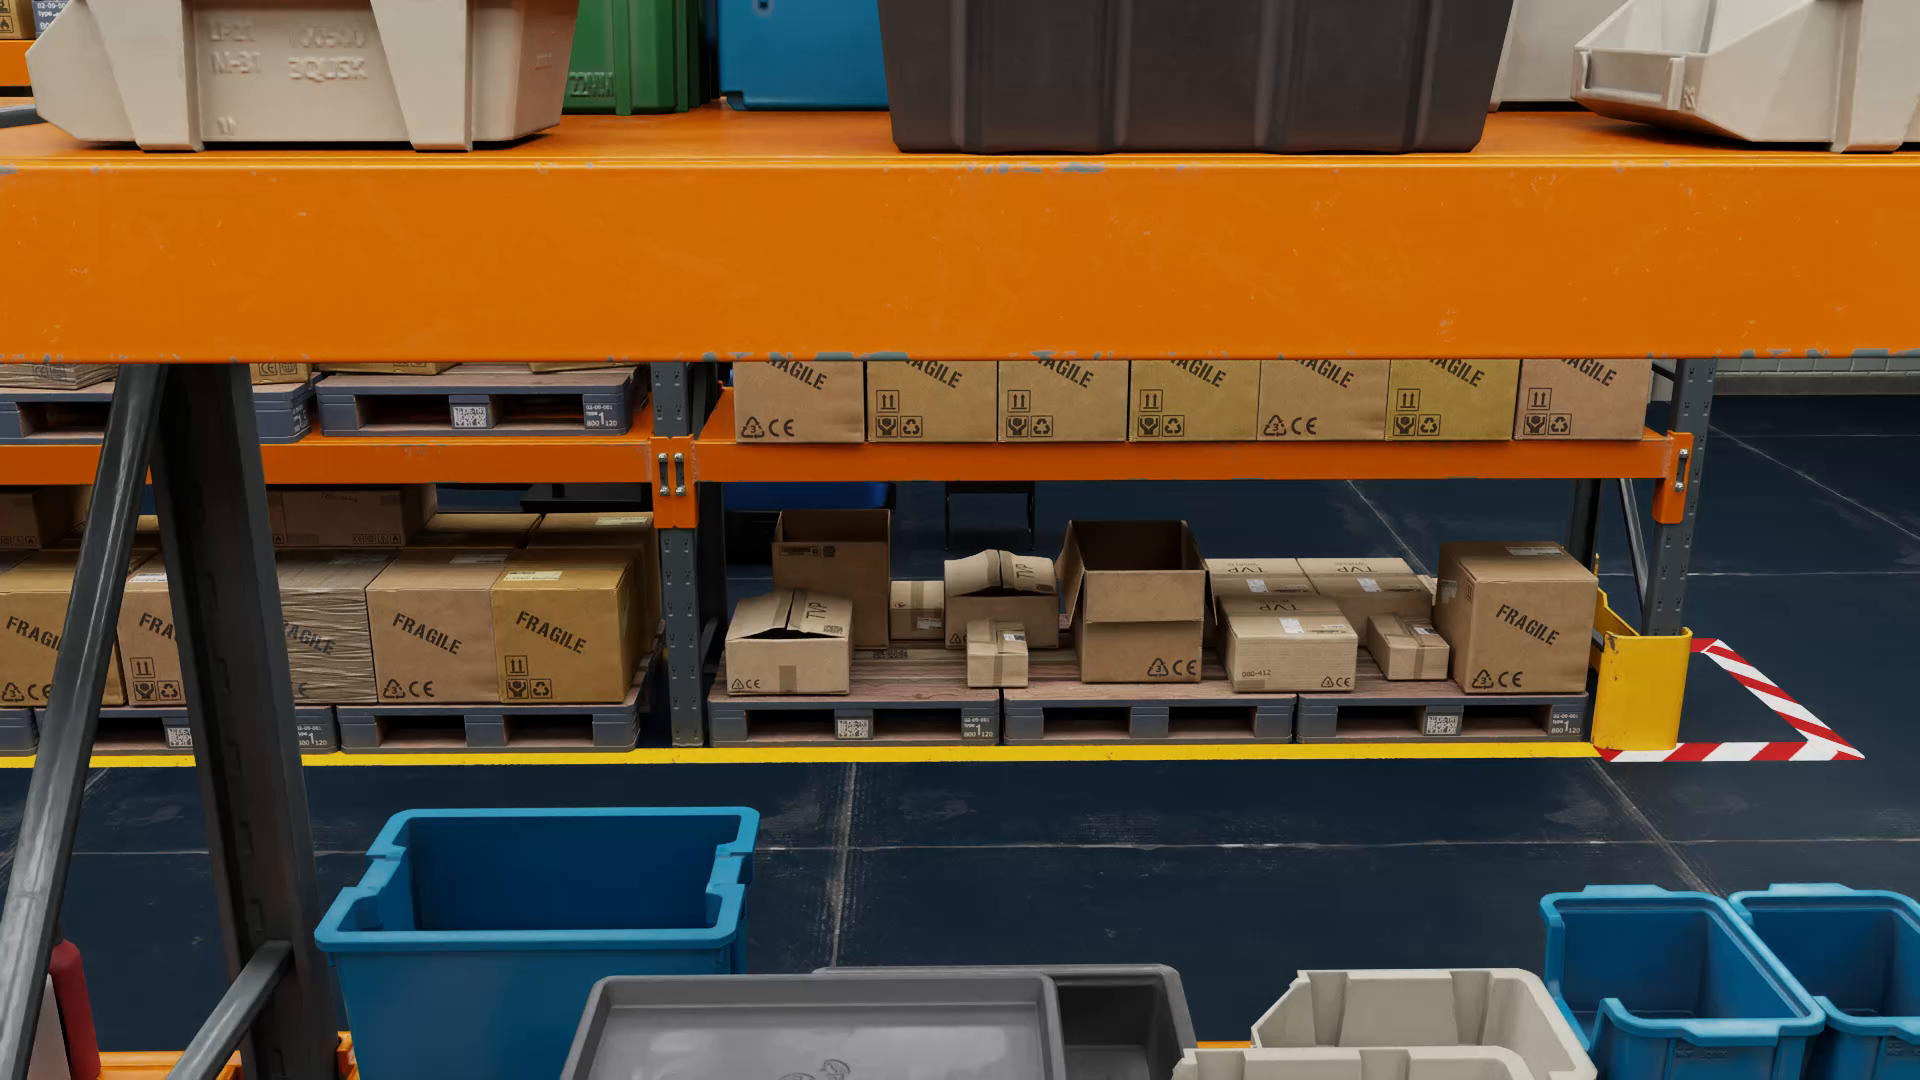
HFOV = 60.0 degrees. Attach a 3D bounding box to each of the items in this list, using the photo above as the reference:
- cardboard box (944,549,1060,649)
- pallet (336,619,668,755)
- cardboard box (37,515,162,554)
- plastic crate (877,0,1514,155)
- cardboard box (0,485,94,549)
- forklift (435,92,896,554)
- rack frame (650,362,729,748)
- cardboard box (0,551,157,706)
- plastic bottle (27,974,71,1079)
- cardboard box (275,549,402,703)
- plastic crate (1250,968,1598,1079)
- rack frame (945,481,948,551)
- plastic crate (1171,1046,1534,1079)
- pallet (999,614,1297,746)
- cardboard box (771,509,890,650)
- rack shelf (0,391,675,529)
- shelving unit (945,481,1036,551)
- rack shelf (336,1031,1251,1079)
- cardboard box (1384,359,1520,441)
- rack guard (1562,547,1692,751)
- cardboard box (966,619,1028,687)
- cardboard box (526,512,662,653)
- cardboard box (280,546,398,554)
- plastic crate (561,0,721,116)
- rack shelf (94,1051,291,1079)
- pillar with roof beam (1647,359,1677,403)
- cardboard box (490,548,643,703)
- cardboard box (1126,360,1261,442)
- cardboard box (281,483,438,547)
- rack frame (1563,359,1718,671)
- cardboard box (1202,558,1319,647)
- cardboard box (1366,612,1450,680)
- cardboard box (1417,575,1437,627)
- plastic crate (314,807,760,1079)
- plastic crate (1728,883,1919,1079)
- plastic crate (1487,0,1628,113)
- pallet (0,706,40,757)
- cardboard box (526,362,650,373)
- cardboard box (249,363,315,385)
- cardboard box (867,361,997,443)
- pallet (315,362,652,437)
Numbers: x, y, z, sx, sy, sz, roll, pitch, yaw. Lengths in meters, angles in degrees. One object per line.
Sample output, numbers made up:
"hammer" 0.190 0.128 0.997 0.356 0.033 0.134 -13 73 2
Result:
"cardboard box" 0.182 0.257 7.517 0.500 0.311 0.500 0 18 -1
"pallet" -1.946 0.622 7.262 1.213 0.211 1.003 0 18 -1
"cardboard box" -3.684 0.201 7.383 0.500 0.500 0.500 -1 18 -3
"plastic crate" 0.188 -0.496 1.487 0.590 0.269 0.497 0 18 -1
"cardboard box" -4.145 -0.156 7.266 0.500 0.250 0.500 0 18 1
"forklift" -1.911 -1.432 9.215 3.031 2.935 1.130 1 18 2
"rack frame" -1.133 -0.721 6.884 0.127 3.000 1.000 0 18 -1
"cardboard box" -3.648 0.359 6.889 0.500 0.500 0.500 -1 18 -2
"plastic bottle" -1.456 0.718 2.478 0.185 0.351 0.144 0 18 -1
"cardboard box" -2.618 0.352 6.912 0.500 0.500 0.500 0 18 0
"plastic crate" 0.678 0.789 2.511 0.466 0.136 0.293 0 18 -1
"rack frame" -0.078 -0.999 9.226 0.015 2.100 0.400 0 18 -1
"plastic crate" 0.471 0.869 2.024 0.530 0.282 0.437 0 18 -1
"pallet" 0.776 0.597 7.341 1.213 0.211 1.003 0 18 -1
"cardboard box" -0.568 0.171 7.477 0.500 0.500 0.500 0 18 -1
"rack shelf" -3.133 -0.369 6.964 4.000 0.370 1.077 0 18 -1
"shelving unit" 0.166 -1.001 9.229 0.503 2.100 0.431 0 18 -1
"rack shelf" 0.941 1.125 2.308 4.000 0.370 1.077 0 18 -1
"cardboard box" 1.904 -0.699 6.652 0.500 0.500 0.500 0 18 0
"rack guard" 2.790 0.450 7.325 0.348 0.500 1.175 0 18 -1
"cardboard box" 0.155 0.476 7.072 0.250 0.166 0.380 0 18 -1
"cardboard box" -1.621 0.188 7.423 0.500 0.500 0.500 -1 18 -3
"cardboard box" -2.654 0.194 7.404 0.500 0.500 0.500 0 18 0
"plastic crate" -0.640 -0.630 2.036 0.662 0.188 0.450 0 18 -1
"rack shelf" -3.059 1.144 2.248 4.000 0.370 1.077 0 18 -1
"pillar with roof beam" 5.538 -4.072 7.509 0.400 9.000 9.100 0 18 -1
"cardboard box" -1.622 0.350 6.918 0.500 0.500 0.500 0 18 -1
"cardboard box" 0.901 -0.696 6.642 0.500 0.500 0.500 -1 18 -2
"cardboard box" -2.621 -0.164 7.294 0.500 0.250 0.500 0 18 -1
"rack frame" 2.866 -0.740 6.944 0.127 3.000 1.000 0 18 -1
"cardboard box" 1.318 0.280 7.544 0.500 0.250 0.500 0 18 -1
"cardboard box" 1.920 0.452 7.147 0.250 0.166 0.380 0 18 -1
"cardboard box" 2.192 0.298 7.627 0.250 0.166 0.380 0 18 -1
"plastic crate" -0.597 0.665 2.493 0.575 0.384 0.392 0 18 -1
"plastic crate" 1.372 0.731 2.534 0.300 0.233 0.416 0 18 -1
"plastic crate" 0.720 -0.683 2.048 0.530 0.282 0.437 0 18 -1
"pallet" -4.386 0.634 7.225 1.213 0.211 1.003 0 18 -1
"cardboard box" -1.610 -1.034 7.010 0.500 0.500 0.700 -6 19 -19
"cardboard box" -2.899 -0.941 6.719 0.500 0.500 0.700 -5 18 -15
"cardboard box" -0.107 -0.691 6.628 0.500 0.500 0.500 0 18 0
"pallet" -1.934 -0.659 7.005 1.213 0.211 1.003 0 18 -1
